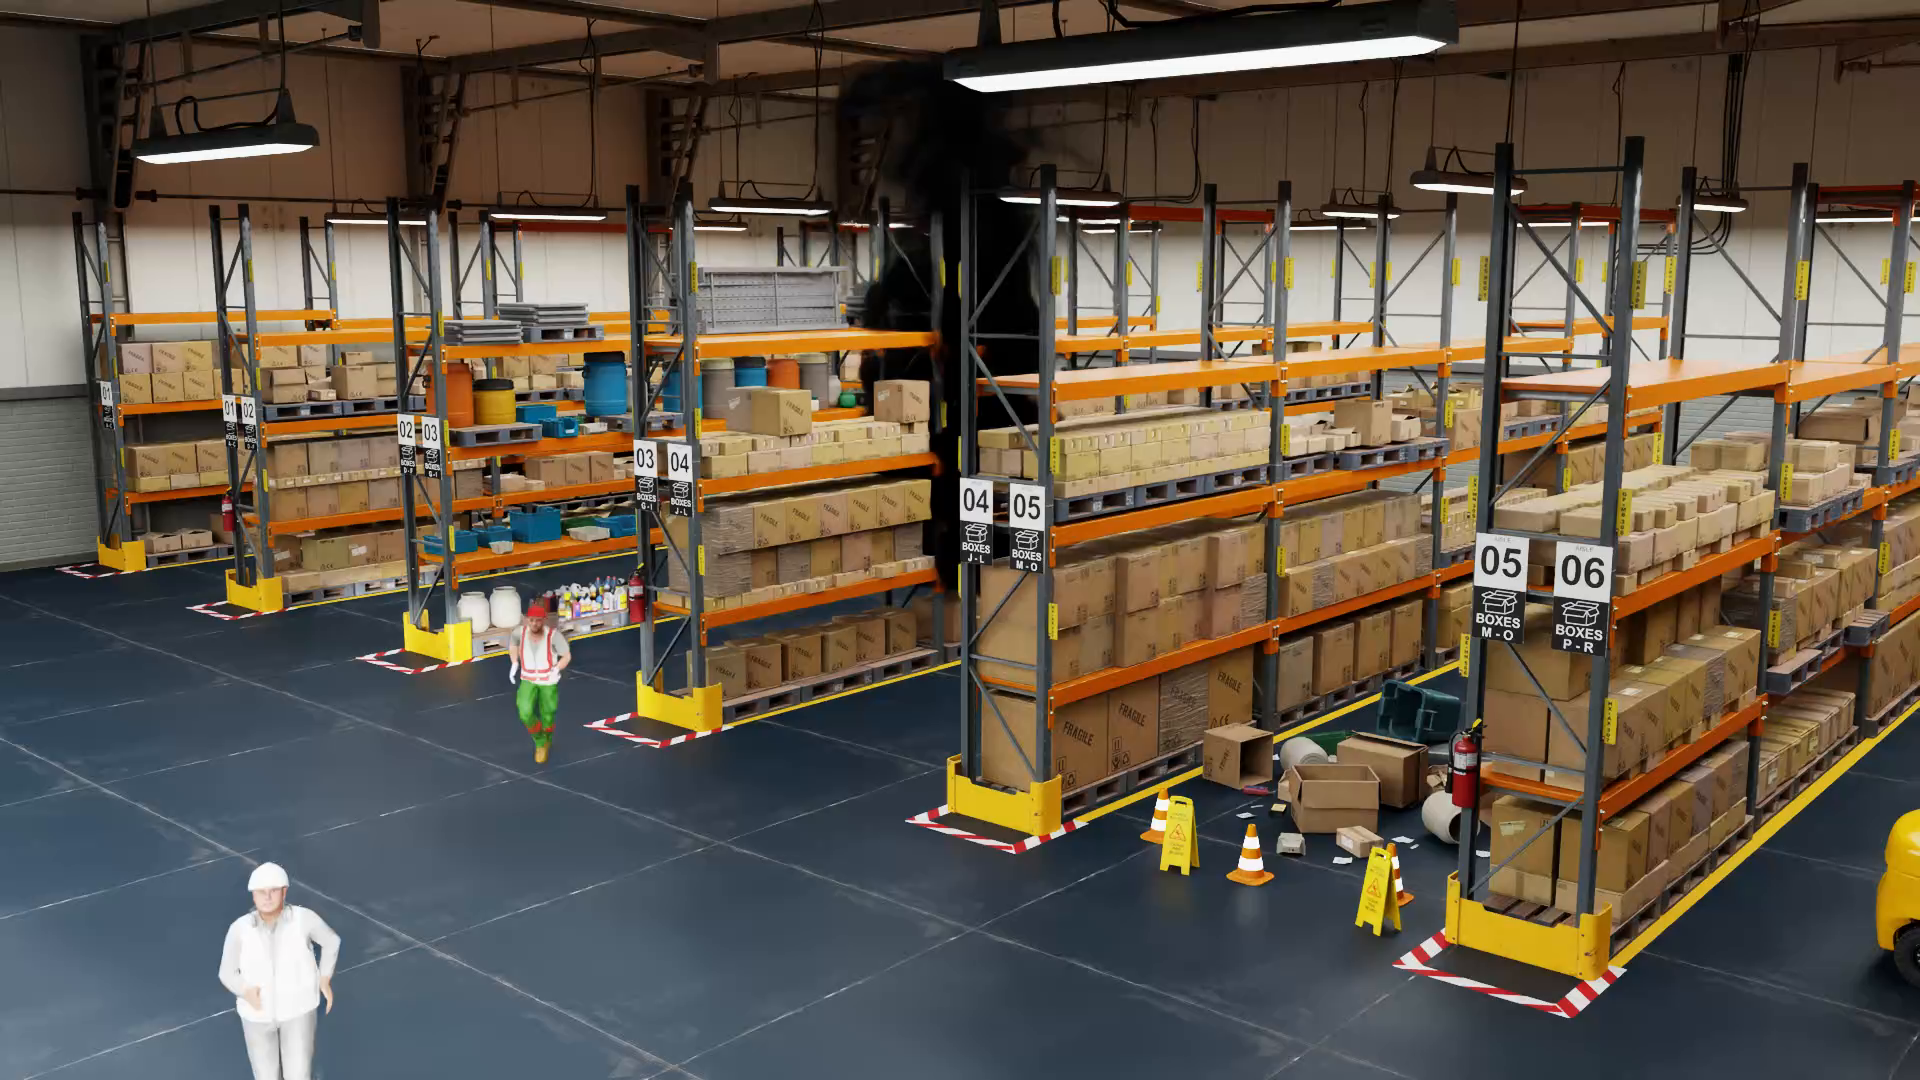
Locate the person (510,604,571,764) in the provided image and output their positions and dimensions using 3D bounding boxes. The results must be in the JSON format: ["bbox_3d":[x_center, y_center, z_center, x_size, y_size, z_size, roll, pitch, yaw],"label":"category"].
[{"bbox_3d":[-4.379,1.472,17.393,0.655,1.708,0.870,-1,10,-5],"label":"person"}]

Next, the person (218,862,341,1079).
[{"bbox_3d":[-3.939,2.731,9.633,0.645,1.732,0.592,-2,10,-14],"label":"person"}]
